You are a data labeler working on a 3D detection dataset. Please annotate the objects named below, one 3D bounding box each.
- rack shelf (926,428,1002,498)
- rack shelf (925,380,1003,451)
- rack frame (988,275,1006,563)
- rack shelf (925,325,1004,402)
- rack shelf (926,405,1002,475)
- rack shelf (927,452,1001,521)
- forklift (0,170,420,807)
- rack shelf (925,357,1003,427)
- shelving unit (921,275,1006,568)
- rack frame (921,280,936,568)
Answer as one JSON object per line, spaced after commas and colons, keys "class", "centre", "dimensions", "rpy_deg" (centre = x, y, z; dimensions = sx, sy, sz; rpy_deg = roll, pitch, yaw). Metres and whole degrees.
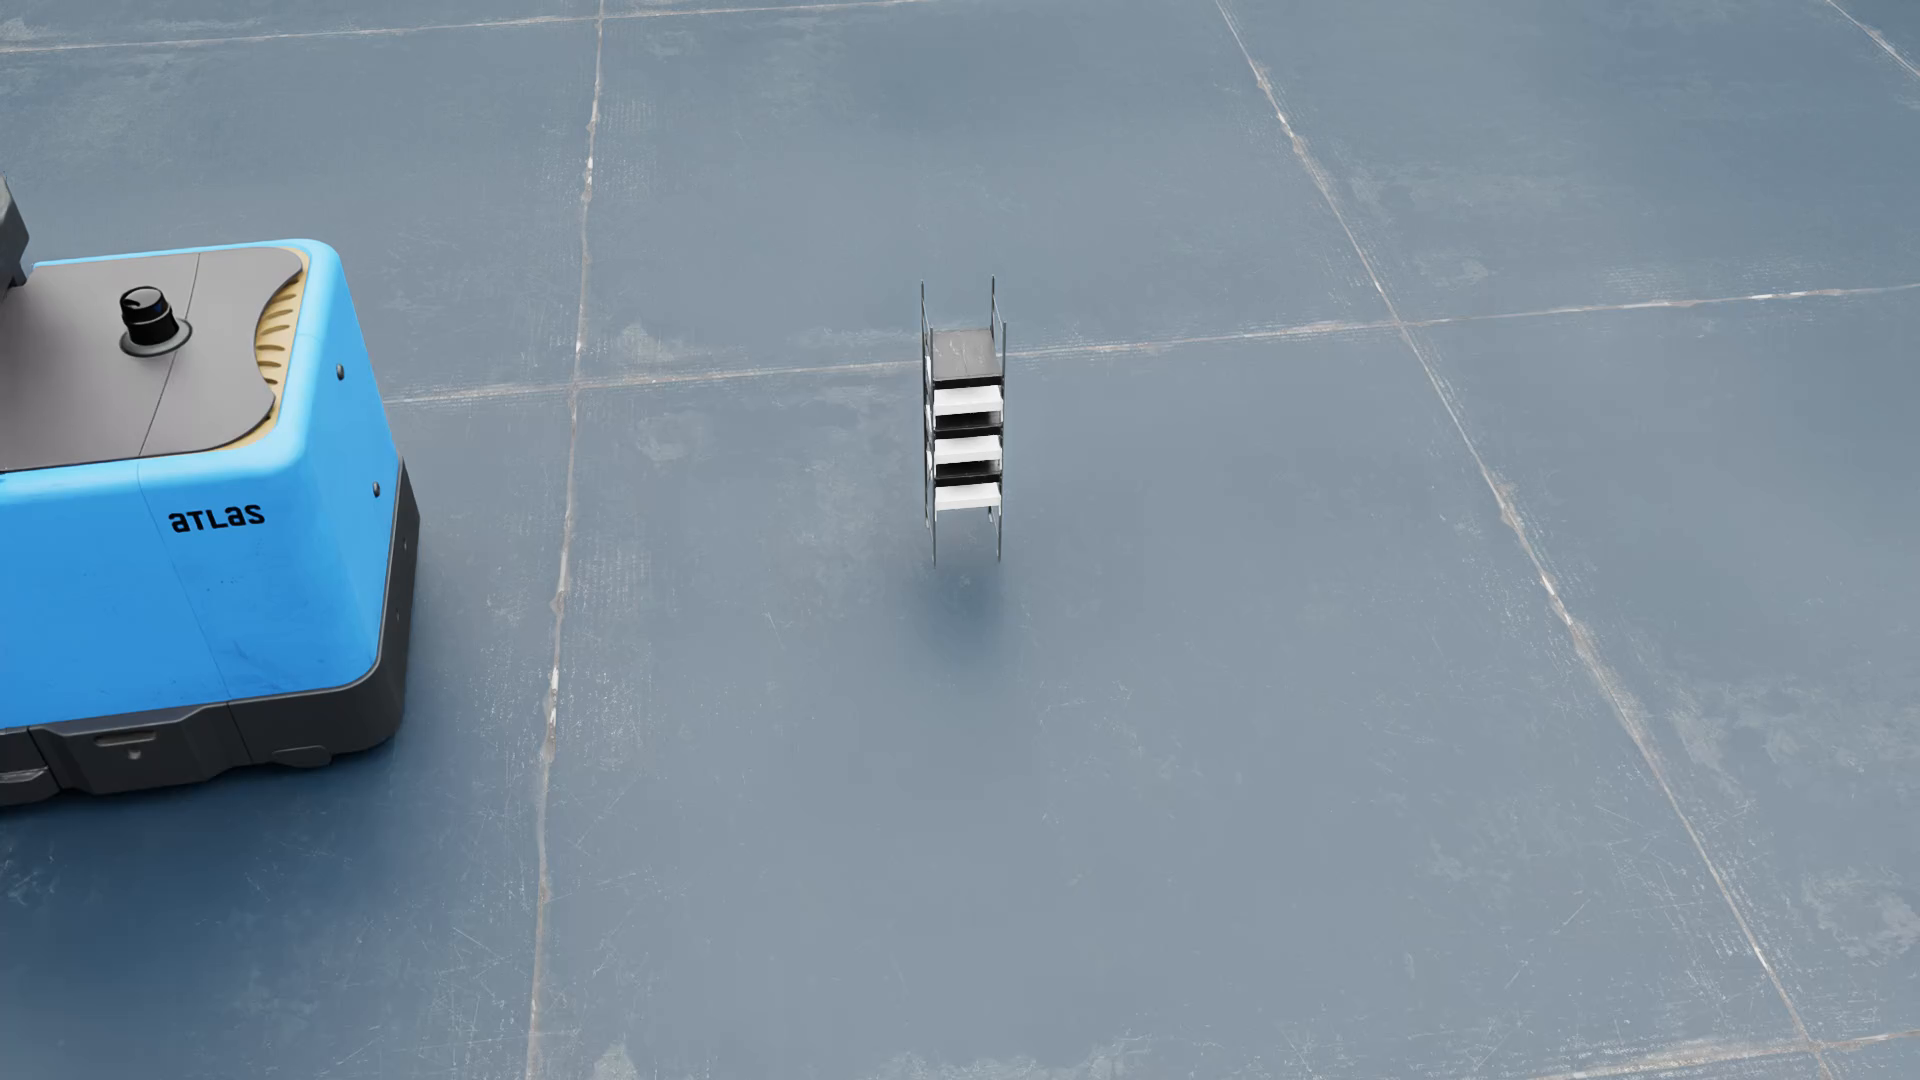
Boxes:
{"class": "rack shelf", "centre": [0.008, -0.243, 5.032], "dimensions": [0.200, 0.077, 0.258], "rpy_deg": [-5, 42, -6]}
{"class": "rack shelf", "centre": [0.008, -0.377, 4.911], "dimensions": [0.200, 0.077, 0.258], "rpy_deg": [-5, 42, -6]}
{"class": "rack frame", "centre": [0.109, -0.344, 4.959], "dimensions": [0.006, 0.900, 0.240], "rpy_deg": [-5, 42, -6]}
{"class": "rack shelf", "centre": [0.008, -0.511, 4.791], "dimensions": [0.200, 0.077, 0.258], "rpy_deg": [-5, 42, -6]}
{"class": "rack shelf", "centre": [0.008, -0.310, 4.972], "dimensions": [0.200, 0.077, 0.258], "rpy_deg": [-5, 42, -6]}
{"class": "rack shelf", "centre": [0.008, -0.176, 5.092], "dimensions": [0.200, 0.077, 0.258], "rpy_deg": [-5, 42, -6]}
{"class": "forklift", "centre": [-3.110, -0.644, 3.775], "dimensions": [3.031, 2.935, 1.130], "rpy_deg": [-7, 42, -7]}
{"class": "rack shelf", "centre": [0.008, -0.444, 4.851], "dimensions": [0.200, 0.077, 0.258], "rpy_deg": [-5, 42, -6]}
{"class": "shelving unit", "centre": [0.008, -0.335, 4.949], "dimensions": [0.210, 0.900, 0.258], "rpy_deg": [-5, 42, -6]}
{"class": "rack frame", "centre": [-0.093, -0.326, 4.940], "dimensions": [0.006, 0.900, 0.240], "rpy_deg": [-5, 42, -6]}
